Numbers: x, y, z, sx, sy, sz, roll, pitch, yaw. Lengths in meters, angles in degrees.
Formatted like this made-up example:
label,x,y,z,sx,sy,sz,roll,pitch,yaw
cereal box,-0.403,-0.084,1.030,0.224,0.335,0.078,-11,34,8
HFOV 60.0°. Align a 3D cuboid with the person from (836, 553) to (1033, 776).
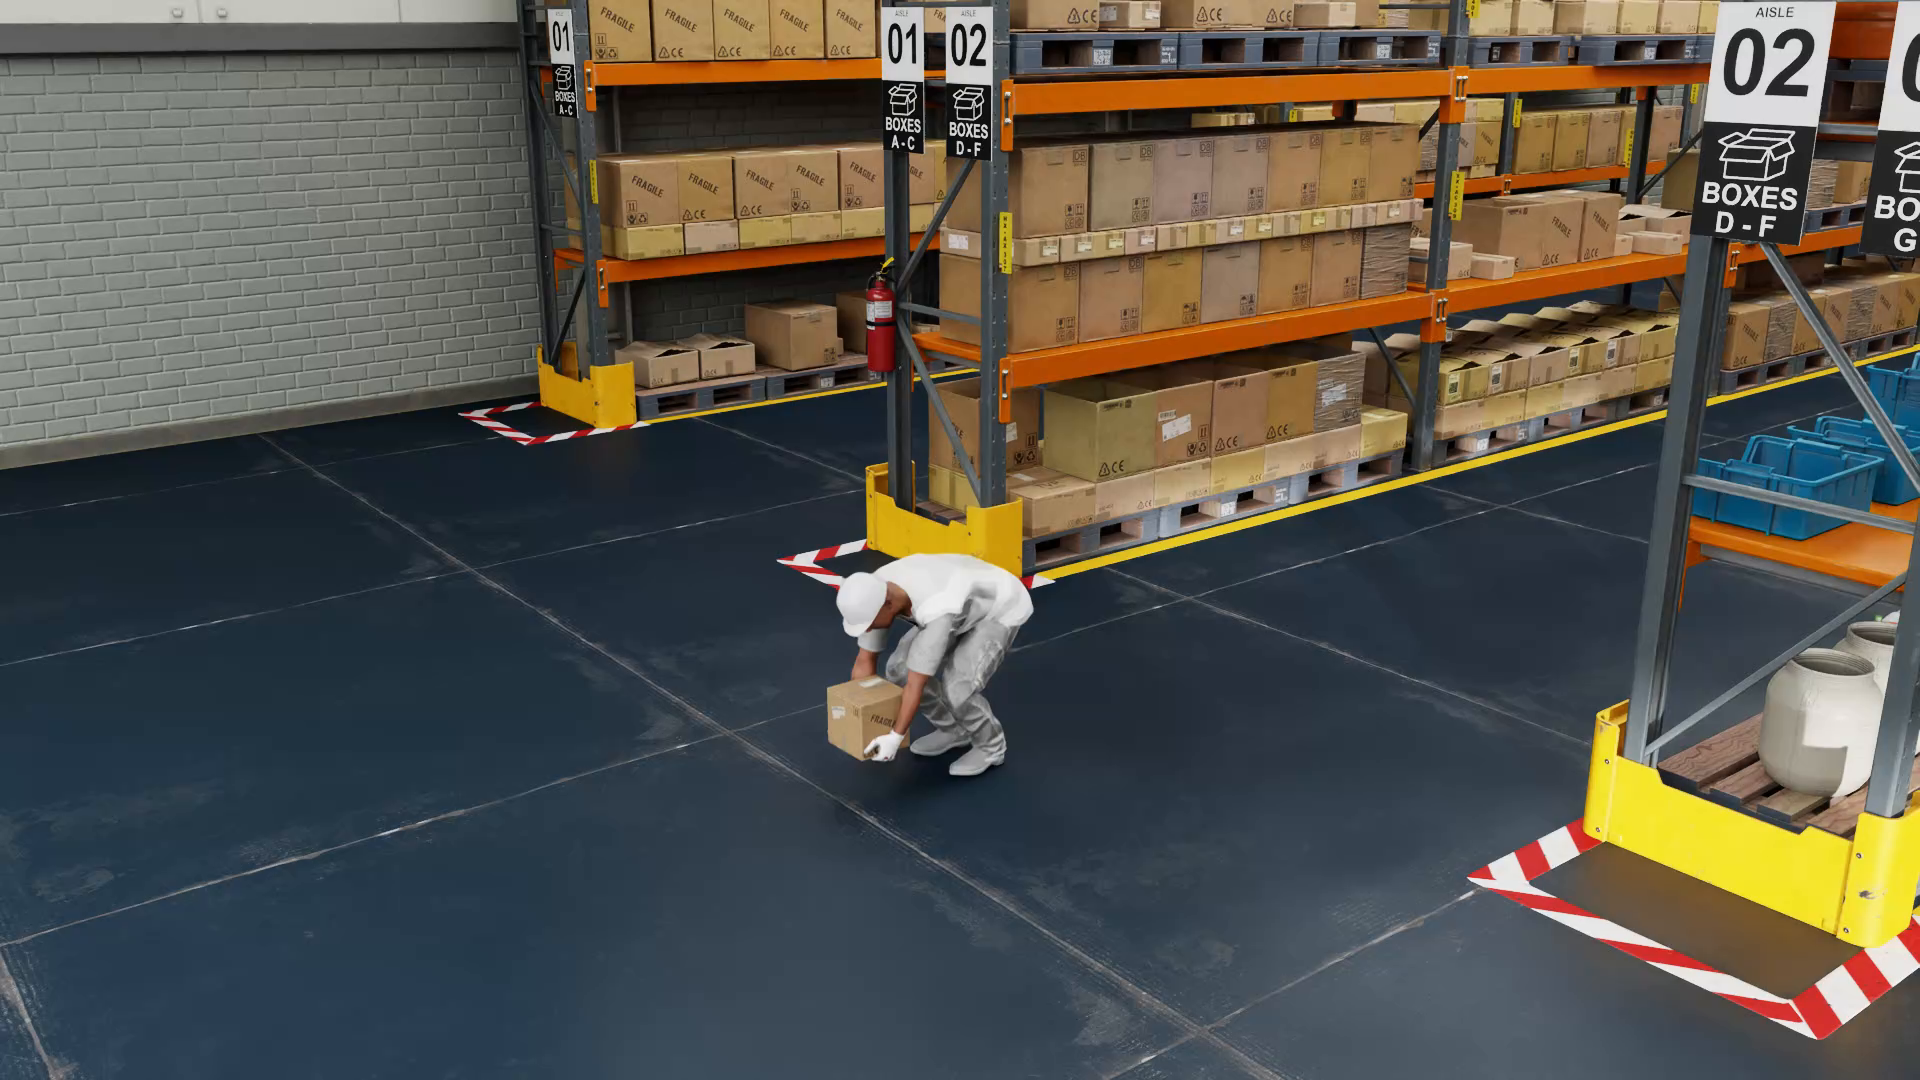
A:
label,x,y,z,sx,sy,sz,roll,pitch,yaw
person,-0.117,0.532,7.143,0.970,0.995,0.549,-14,22,-37
